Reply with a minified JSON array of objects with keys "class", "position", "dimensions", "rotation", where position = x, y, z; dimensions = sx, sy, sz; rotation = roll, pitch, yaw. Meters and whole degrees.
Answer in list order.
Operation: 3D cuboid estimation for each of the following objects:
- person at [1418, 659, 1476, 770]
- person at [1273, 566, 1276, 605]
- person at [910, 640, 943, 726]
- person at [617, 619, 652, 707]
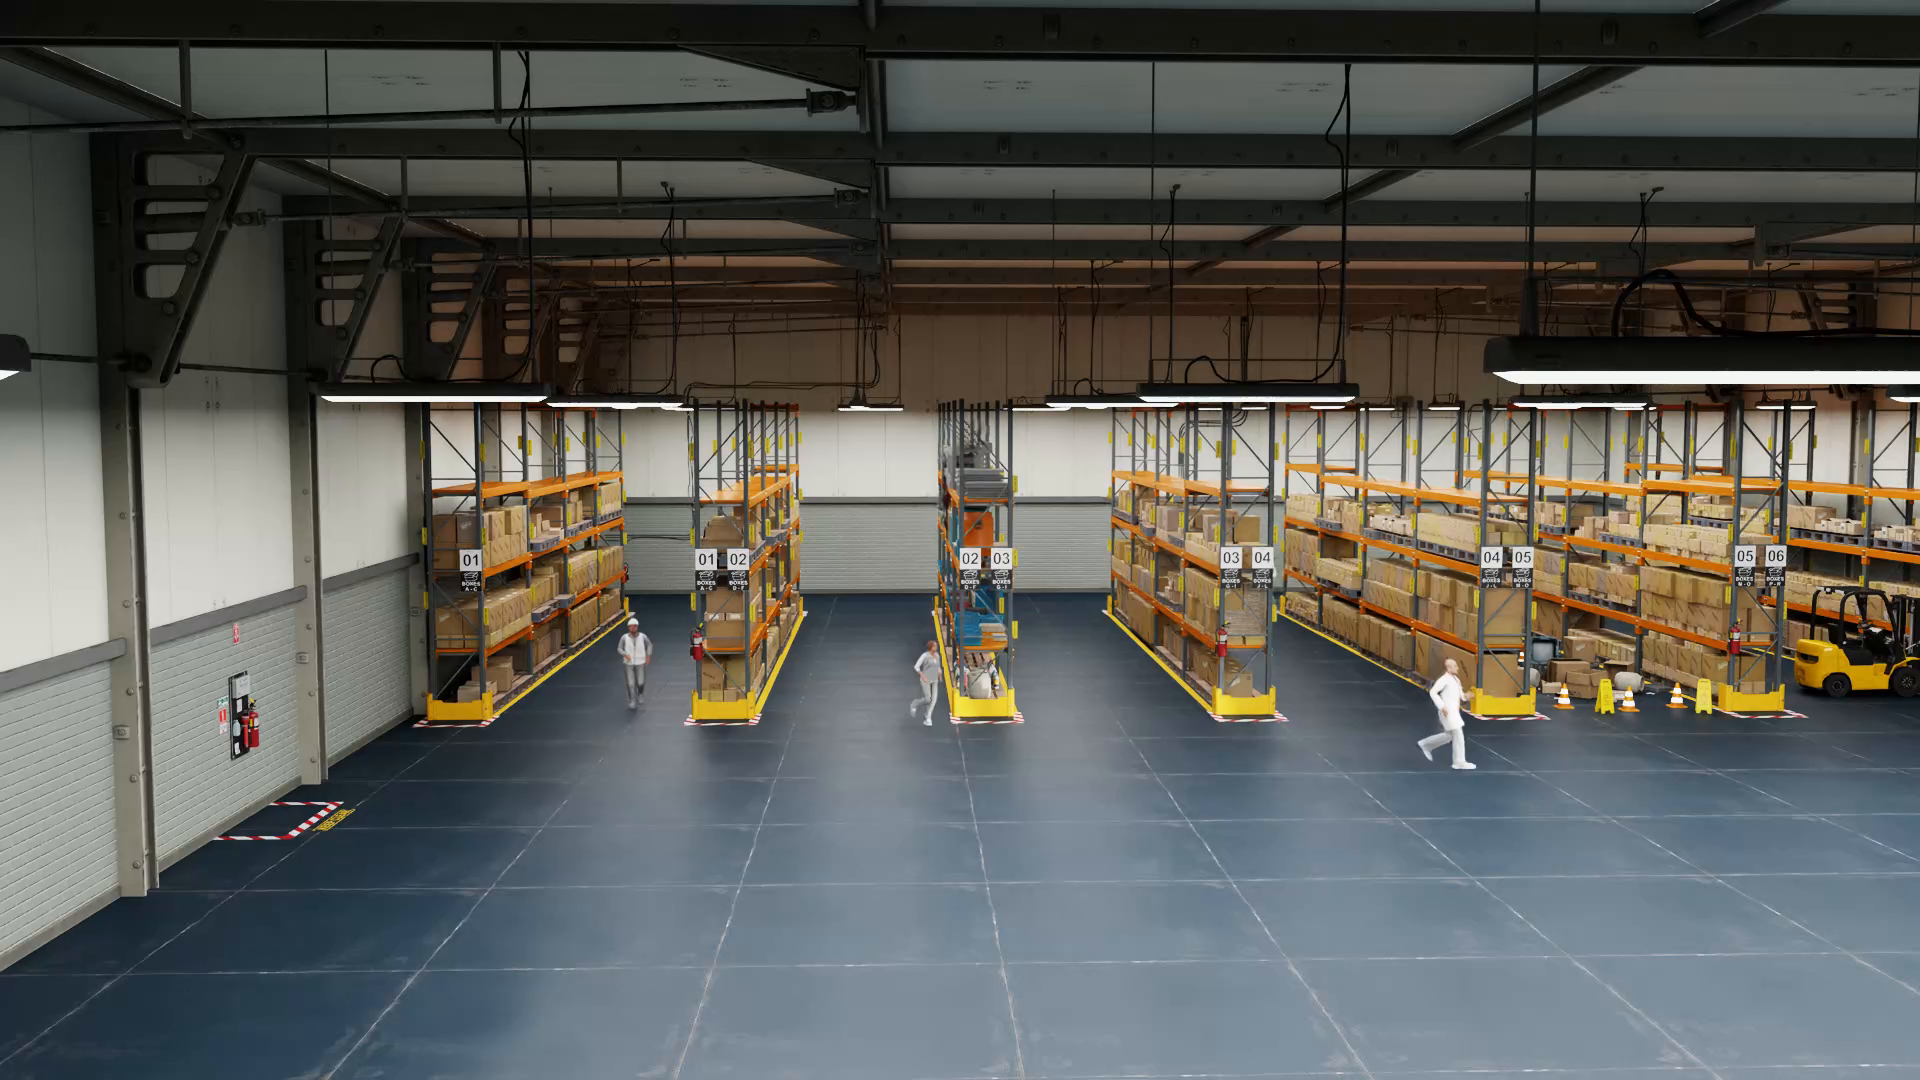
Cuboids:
[{"class":"person","position":[7.850,2.793,26.811],"dimensions":[0.955,1.756,0.709],"rotation":[3,5,31]},{"class":"person","position":[8.989,1.239,48.488],"dimensions":[0.624,1.656,0.654],"rotation":[-2,5,-27]},{"class":"person","position":[-0.557,2.622,30.757],"dimensions":[0.589,1.532,0.650],"rotation":[-3,5,-38]},{"class":"person","position":[-6.306,2.397,32.325],"dimensions":[0.677,1.740,0.580],"rotation":[-1,4,-14]}]
